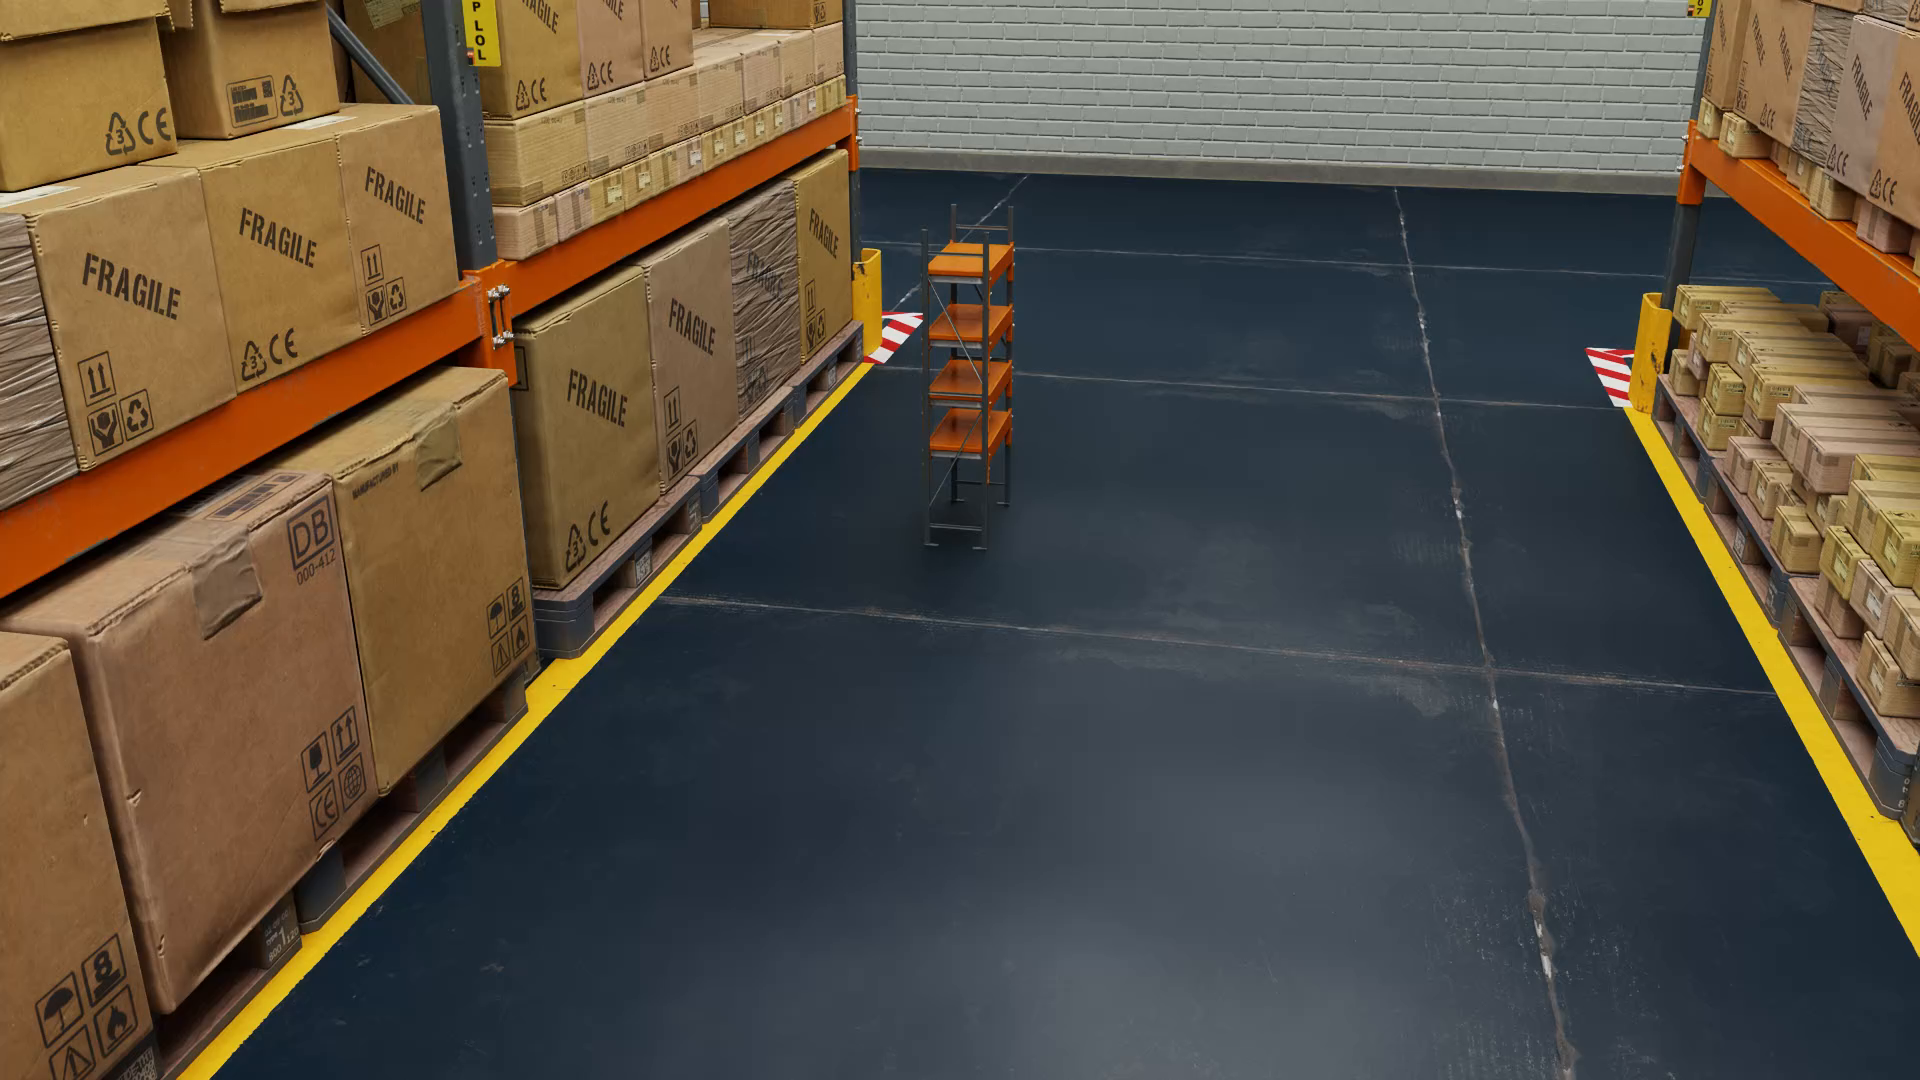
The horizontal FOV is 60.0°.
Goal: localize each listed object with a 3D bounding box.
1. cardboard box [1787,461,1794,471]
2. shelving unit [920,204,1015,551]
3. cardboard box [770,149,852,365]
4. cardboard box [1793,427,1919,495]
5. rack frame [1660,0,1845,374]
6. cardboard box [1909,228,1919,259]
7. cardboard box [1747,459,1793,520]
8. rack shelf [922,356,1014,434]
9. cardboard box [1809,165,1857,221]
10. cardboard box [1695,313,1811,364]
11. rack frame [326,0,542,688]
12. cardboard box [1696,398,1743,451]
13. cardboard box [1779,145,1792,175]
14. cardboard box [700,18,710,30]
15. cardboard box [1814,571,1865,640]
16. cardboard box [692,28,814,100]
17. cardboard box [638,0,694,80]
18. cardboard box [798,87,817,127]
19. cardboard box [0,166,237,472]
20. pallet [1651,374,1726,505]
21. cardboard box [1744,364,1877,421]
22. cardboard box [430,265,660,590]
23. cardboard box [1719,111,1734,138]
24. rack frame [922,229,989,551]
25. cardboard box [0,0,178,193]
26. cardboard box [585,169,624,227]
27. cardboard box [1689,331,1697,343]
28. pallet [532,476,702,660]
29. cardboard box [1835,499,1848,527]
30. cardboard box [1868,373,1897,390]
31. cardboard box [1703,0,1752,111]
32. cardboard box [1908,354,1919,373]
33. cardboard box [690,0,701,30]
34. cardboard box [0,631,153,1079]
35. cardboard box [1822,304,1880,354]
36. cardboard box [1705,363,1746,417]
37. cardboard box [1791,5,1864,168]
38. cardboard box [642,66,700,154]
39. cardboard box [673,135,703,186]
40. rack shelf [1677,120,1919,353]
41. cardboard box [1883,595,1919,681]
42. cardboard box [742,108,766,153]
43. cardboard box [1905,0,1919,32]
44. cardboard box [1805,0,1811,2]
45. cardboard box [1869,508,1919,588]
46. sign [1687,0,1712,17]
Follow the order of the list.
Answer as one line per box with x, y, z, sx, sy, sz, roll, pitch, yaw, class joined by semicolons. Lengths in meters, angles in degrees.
3.182;-0.290;5.914;0.380;0.149;0.250;6;23;13;cardboard box
0.034;-0.617;6.280;0.258;1.200;0.503;4;22;11;shelving unit
-1.073;-1.418;8.141;0.875;0.875;0.875;4;22;11;cardboard box
2.967;-0.252;5.422;0.380;0.149;0.250;3;22;8;cardboard box
3.814;-2.034;7.388;1.000;3.000;0.127;4;22;11;rack frame
3.006;-0.861;4.814;0.380;0.149;0.250;4;22;9;cardboard box
3.091;-0.172;6.020;0.380;0.149;0.250;4;22;11;cardboard box
0.034;-0.555;6.305;0.258;0.148;0.480;4;22;11;rack shelf
3.076;-1.154;5.540;0.380;0.149;0.250;5;22;12;cardboard box
3.259;-0.824;6.842;0.380;0.149;0.250;4;22;11;cardboard box
-1.837;-0.986;4.787;1.000;3.000;0.127;4;22;11;rack frame
3.217;-0.460;6.736;0.380;0.149;0.250;5;22;12;cardboard box
3.311;-1.431;6.227;0.380;0.149;0.250;4;22;10;cardboard box
-1.383;-2.362;8.007;0.500;0.250;0.500;4;22;9;cardboard box
2.870;0.197;5.103;0.380;0.149;0.250;4;22;9;cardboard box
-0.964;-2.134;7.440;0.500;0.250;0.500;4;22;10;cardboard box
-1.279;-1.928;5.924;0.500;0.500;0.500;4;22;9;cardboard box
-0.875;-1.990;7.615;0.380;0.149;0.250;5;22;11;cardboard box
-1.873;-0.468;3.368;0.500;0.500;0.500;4;22;10;cardboard box
3.598;-0.418;7.109;1.003;0.211;1.213;4;22;11;pallet
3.126;-0.534;6.121;0.380;0.149;0.250;5;22;12;cardboard box
-1.624;-0.430;5.689;0.875;0.875;0.875;4;22;11;cardboard box
3.416;-1.728;6.964;0.380;0.149;0.250;5;23;13;cardboard box
-0.016;-0.528;6.058;0.240;1.200;0.015;4;22;11;rack frame
-2.111;-1.013;3.378;0.797;0.503;0.637;5;22;12;cardboard box
-1.344;-1.145;5.517;0.380;0.149;0.250;5;23;13;cardboard box
3.456;-0.872;7.360;0.380;0.149;0.250;5;23;13;cardboard box
-1.605;0.035;5.983;1.003;0.211;1.213;4;22;11;pallet
2.979;-0.004;5.205;0.380;0.149;0.250;5;22;11;cardboard box
3.726;-0.549;6.557;0.380;0.149;0.250;4;22;10;cardboard box
3.452;-2.075;6.959;0.500;0.500;0.500;6;23;13;cardboard box
3.803;-0.585;6.248;0.380;0.149;0.250;5;23;13;cardboard box
-1.485;-2.527;7.412;0.500;0.500;0.500;4;22;10;cardboard box
-2.303;0.691;2.903;1.225;0.875;0.875;5;22;11;cardboard box
3.847;-0.882;6.985;0.380;0.149;0.250;5;22;12;cardboard box
3.223;-0.594;6.670;0.380;0.149;0.250;5;23;13;cardboard box
3.158;-1.512;5.561;0.500;0.500;0.500;4;22;10;cardboard box
-1.278;-1.578;6.058;0.500;0.250;0.500;5;22;12;cardboard box
-1.187;-1.426;6.216;0.380;0.149;0.250;5;22;12;cardboard box
3.406;-0.969;5.706;1.077;0.370;4.000;4;22;11;rack shelf
2.751;0.279;4.501;0.380;0.149;0.250;5;22;12;cardboard box
-1.030;-1.708;6.917;0.380;0.149;0.250;5;22;11;cardboard box
2.930;-1.601;4.443;0.500;0.500;0.500;4;22;9;cardboard box
3.238;-2.164;5.842;0.500;0.500;0.500;4;22;10;cardboard box
2.829;0.034;4.711;0.380;0.149;0.250;5;22;12;cardboard box
3.283;-2.477;7.329;0.100;0.325;0.005;4;22;11;sign
